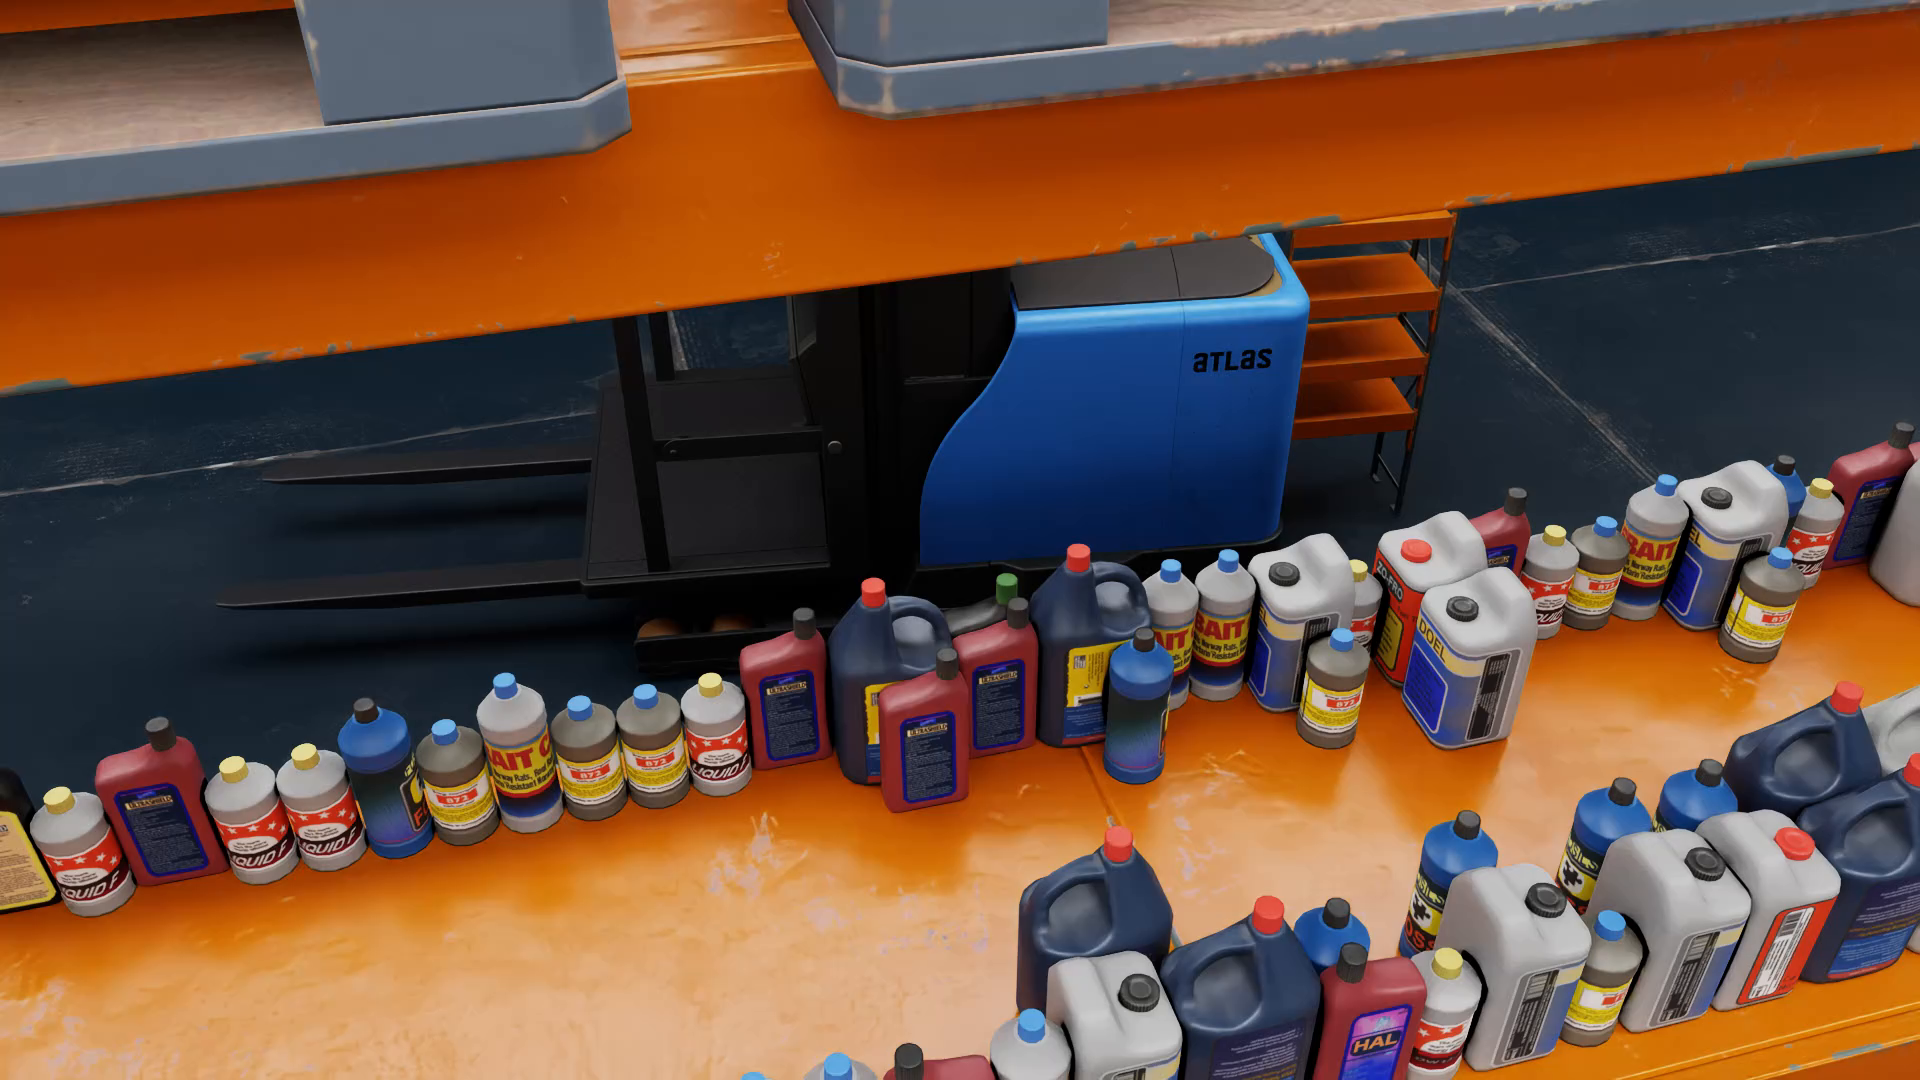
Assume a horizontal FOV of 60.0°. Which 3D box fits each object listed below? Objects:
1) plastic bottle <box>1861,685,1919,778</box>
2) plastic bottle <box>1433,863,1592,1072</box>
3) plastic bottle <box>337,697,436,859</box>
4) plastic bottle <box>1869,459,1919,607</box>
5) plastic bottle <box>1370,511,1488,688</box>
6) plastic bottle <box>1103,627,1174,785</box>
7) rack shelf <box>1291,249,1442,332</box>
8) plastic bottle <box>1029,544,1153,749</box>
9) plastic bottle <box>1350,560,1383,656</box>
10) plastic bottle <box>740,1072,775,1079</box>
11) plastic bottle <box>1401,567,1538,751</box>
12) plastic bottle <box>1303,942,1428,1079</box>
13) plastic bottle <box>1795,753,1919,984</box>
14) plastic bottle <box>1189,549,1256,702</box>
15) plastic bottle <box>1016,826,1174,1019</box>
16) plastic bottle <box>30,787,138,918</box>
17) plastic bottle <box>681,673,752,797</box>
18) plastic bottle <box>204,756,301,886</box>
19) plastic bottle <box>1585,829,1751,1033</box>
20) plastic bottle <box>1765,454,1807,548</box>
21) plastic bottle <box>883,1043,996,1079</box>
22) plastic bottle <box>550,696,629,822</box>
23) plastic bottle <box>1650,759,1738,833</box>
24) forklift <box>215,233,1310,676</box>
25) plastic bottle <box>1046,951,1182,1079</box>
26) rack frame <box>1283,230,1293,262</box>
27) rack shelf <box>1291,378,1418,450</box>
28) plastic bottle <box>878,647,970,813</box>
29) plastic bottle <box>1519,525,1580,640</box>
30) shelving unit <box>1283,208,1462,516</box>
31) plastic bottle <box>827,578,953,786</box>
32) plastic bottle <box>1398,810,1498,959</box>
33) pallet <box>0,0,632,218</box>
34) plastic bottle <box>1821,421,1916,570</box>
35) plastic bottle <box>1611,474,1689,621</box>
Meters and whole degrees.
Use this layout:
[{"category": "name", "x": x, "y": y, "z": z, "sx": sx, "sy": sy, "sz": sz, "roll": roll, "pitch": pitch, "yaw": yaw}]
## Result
[{"category": "plastic bottle", "x": 1.370, "y": 0.318, "z": 2.407, "sx": 0.185, "sy": 0.351, "sz": 0.144, "roll": -9, "pitch": 38, "yaw": -12}, {"category": "plastic bottle", "x": 0.720, "y": 0.542, "z": 2.175, "sx": 0.135, "sy": 0.276, "sz": 0.152, "roll": -9, "pitch": 38, "yaw": -12}, {"category": "plastic bottle", "x": -0.846, "y": 0.340, "z": 2.442, "sx": 0.097, "sy": 0.271, "sz": 0.097, "roll": 0, "pitch": 37, "yaw": 0}, {"category": "plastic bottle", "x": 1.746, "y": -0.063, "z": 2.905, "sx": 0.185, "sy": 0.351, "sz": 0.144, "roll": -9, "pitch": 38, "yaw": -12}, {"category": "plastic bottle", "x": 0.769, "y": 0.091, "z": 2.765, "sx": 0.135, "sy": 0.276, "sz": 0.152, "roll": -9, "pitch": 38, "yaw": -12}, {"category": "plastic bottle", "x": 0.276, "y": 0.247, "z": 2.564, "sx": 0.097, "sy": 0.271, "sz": 0.097, "roll": 0, "pitch": 37, "yaw": 0}, {"category": "rack shelf", "x": 1.150, "y": -0.727, "z": 4.956, "sx": 0.480, "sy": 0.148, "sz": 0.258, "roll": -5, "pitch": 38, "yaw": -7}, {"category": "plastic bottle", "x": 0.202, "y": 0.152, "z": 2.624, "sx": 0.185, "sy": 0.351, "sz": 0.144, "roll": -9, "pitch": 38, "yaw": -12}, {"category": "plastic bottle", "x": 0.650, "y": 0.123, "z": 2.784, "sx": 0.097, "sy": 0.201, "sz": 0.097, "roll": 0, "pitch": 37, "yaw": 0}, {"category": "plastic bottle", "x": -0.233, "y": 0.717, "z": 1.949, "sx": 0.097, "sy": 0.271, "sz": 0.097, "roll": 0, "pitch": 37, "yaw": 0}, {"category": "plastic bottle", "x": 0.809, "y": 0.180, "z": 2.648, "sx": 0.135, "sy": 0.276, "sz": 0.152, "roll": -9, "pitch": 38, "yaw": -12}, {"category": "plastic bottle", "x": 0.508, "y": 0.603, "z": 2.090, "sx": 0.133, "sy": 0.283, "sz": 0.061, "roll": -9, "pitch": 38, "yaw": -12}, {"category": "plastic bottle", "x": 1.229, "y": 0.431, "z": 2.258, "sx": 0.185, "sy": 0.351, "sz": 0.144, "roll": -9, "pitch": 38, "yaw": -12}, {"category": "plastic bottle", "x": 0.426, "y": 0.132, "z": 2.715, "sx": 0.097, "sy": 0.271, "sz": 0.097, "roll": 0, "pitch": 37, "yaw": 0}, {"category": "plastic bottle", "x": 0.174, "y": 0.509, "z": 2.157, "sx": 0.185, "sy": 0.351, "sz": 0.144, "roll": -9, "pitch": 38, "yaw": -12}, {"category": "plastic bottle", "x": -1.257, "y": 0.436, "z": 2.375, "sx": 0.097, "sy": 0.201, "sz": 0.097, "roll": 0, "pitch": 37, "yaw": 0}, {"category": "plastic bottle", "x": -0.376, "y": 0.291, "z": 2.564, "sx": 0.097, "sy": 0.201, "sz": 0.097, "roll": 0, "pitch": 37, "yaw": 0}, {"category": "plastic bottle", "x": -1.034, "y": 0.399, "z": 2.423, "sx": 0.097, "sy": 0.201, "sz": 0.097, "roll": 0, "pitch": 37, "yaw": 0}, {"category": "plastic bottle", "x": 0.944, "y": 0.505, "z": 2.223, "sx": 0.135, "sy": 0.276, "sz": 0.152, "roll": -9, "pitch": 38, "yaw": -12}, {"category": "plastic bottle", "x": 1.415, "y": -0.031, "z": 2.927, "sx": 0.097, "sy": 0.271, "sz": 0.097, "roll": 0, "pitch": 37, "yaw": 0}, {"category": "plastic bottle", "x": -0.023, "y": 0.690, "z": 1.976, "sx": 0.133, "sy": 0.283, "sz": 0.061, "roll": -9, "pitch": 38, "yaw": -12}, {"category": "plastic bottle", "x": -0.564, "y": 0.322, "z": 2.524, "sx": 0.097, "sy": 0.201, "sz": 0.097, "roll": 0, "pitch": 37, "yaw": 0}, {"category": "plastic bottle", "x": 1.023, "y": 0.416, "z": 2.344, "sx": 0.097, "sy": 0.271, "sz": 0.097, "roll": 0, "pitch": 37, "yaw": 0}, {"category": "forklift", "x": -0.621, "y": -1.118, "z": 4.300, "sx": 3.031, "sy": 2.935, "sz": 1.130, "roll": -4, "pitch": 38, "yaw": -6}, {"category": "plastic bottle", "x": 0.189, "y": 0.629, "z": 2.061, "sx": 0.135, "sy": 0.276, "sz": 0.152, "roll": -9, "pitch": 38, "yaw": -12}, {"category": "rack frame", "x": 0.909, "y": -0.580, "z": 5.021, "sx": 0.015, "sy": 1.200, "sz": 0.240, "roll": -5, "pitch": 38, "yaw": -7}, {"category": "rack shelf", "x": 1.150, "y": -0.392, "z": 5.212, "sx": 0.480, "sy": 0.148, "sz": 0.258, "roll": -5, "pitch": 38, "yaw": -7}, {"category": "plastic bottle", "x": -0.054, "y": 0.285, "z": 2.505, "sx": 0.133, "sy": 0.283, "sz": 0.061, "roll": -9, "pitch": 38, "yaw": -12}, {"category": "plastic bottle", "x": 1.003, "y": 0.065, "z": 2.860, "sx": 0.097, "sy": 0.201, "sz": 0.097, "roll": 0, "pitch": 37, "yaw": 0}, {"category": "shelving unit", "x": 1.150, "y": -0.603, "z": 5.051, "sx": 0.503, "sy": 1.200, "sz": 0.258, "roll": -5, "pitch": 38, "yaw": -7}, {"category": "plastic bottle", "x": -0.105, "y": 0.202, "z": 2.558, "sx": 0.185, "sy": 0.351, "sz": 0.144, "roll": -9, "pitch": 38, "yaw": -12}, {"category": "plastic bottle", "x": 0.669, "y": 0.474, "z": 2.268, "sx": 0.097, "sy": 0.271, "sz": 0.097, "roll": 0, "pitch": 37, "yaw": 0}, {"category": "pallet", "x": -0.888, "y": -0.502, "z": 1.124, "sx": 1.213, "sy": 0.211, "sz": 1.003, "roll": -9, "pitch": 38, "yaw": -12}, {"category": "plastic bottle", "x": 1.615, "y": -0.080, "z": 2.981, "sx": 0.133, "sy": 0.283, "sz": 0.061, "roll": -9, "pitch": 38, "yaw": -12}, {"category": "plastic bottle", "x": 1.191, "y": 0.006, "z": 2.879, "sx": 0.097, "sy": 0.271, "sz": 0.097, "roll": 0, "pitch": 37, "yaw": 0}]
